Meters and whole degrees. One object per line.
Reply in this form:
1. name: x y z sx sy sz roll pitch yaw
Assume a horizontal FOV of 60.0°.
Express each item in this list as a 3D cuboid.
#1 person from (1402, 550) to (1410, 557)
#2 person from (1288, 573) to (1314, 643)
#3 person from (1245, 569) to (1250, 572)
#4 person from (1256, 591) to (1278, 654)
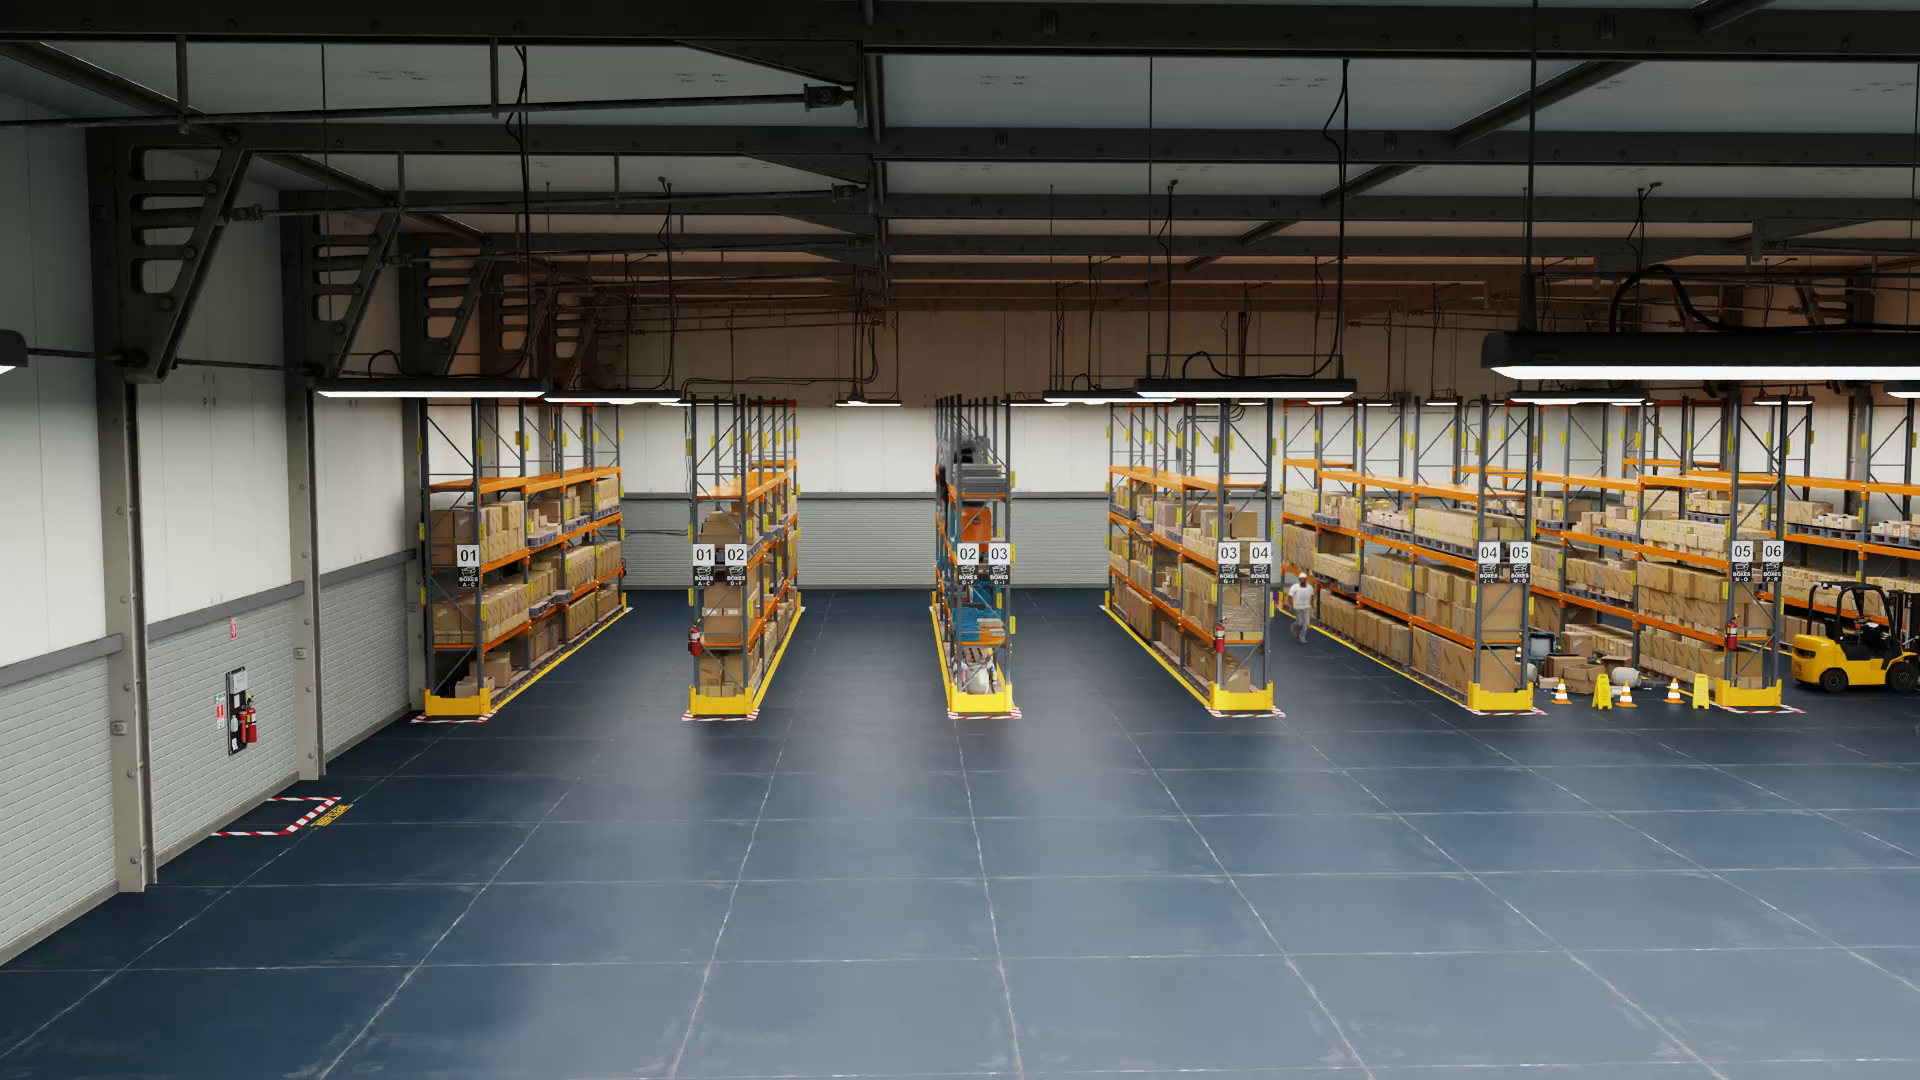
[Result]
1. person: 13.239 1.027 49.221 0.826 1.683 0.598 0 5 -4
2. person: 8.389 1.652 40.910 0.687 1.716 0.652 -1 5 -8
3. person: 7.954 1.152 48.078 0.905 1.621 0.643 4 6 38
4. person: 7.120 1.785 38.829 0.675 1.741 0.672 -1 5 -14
